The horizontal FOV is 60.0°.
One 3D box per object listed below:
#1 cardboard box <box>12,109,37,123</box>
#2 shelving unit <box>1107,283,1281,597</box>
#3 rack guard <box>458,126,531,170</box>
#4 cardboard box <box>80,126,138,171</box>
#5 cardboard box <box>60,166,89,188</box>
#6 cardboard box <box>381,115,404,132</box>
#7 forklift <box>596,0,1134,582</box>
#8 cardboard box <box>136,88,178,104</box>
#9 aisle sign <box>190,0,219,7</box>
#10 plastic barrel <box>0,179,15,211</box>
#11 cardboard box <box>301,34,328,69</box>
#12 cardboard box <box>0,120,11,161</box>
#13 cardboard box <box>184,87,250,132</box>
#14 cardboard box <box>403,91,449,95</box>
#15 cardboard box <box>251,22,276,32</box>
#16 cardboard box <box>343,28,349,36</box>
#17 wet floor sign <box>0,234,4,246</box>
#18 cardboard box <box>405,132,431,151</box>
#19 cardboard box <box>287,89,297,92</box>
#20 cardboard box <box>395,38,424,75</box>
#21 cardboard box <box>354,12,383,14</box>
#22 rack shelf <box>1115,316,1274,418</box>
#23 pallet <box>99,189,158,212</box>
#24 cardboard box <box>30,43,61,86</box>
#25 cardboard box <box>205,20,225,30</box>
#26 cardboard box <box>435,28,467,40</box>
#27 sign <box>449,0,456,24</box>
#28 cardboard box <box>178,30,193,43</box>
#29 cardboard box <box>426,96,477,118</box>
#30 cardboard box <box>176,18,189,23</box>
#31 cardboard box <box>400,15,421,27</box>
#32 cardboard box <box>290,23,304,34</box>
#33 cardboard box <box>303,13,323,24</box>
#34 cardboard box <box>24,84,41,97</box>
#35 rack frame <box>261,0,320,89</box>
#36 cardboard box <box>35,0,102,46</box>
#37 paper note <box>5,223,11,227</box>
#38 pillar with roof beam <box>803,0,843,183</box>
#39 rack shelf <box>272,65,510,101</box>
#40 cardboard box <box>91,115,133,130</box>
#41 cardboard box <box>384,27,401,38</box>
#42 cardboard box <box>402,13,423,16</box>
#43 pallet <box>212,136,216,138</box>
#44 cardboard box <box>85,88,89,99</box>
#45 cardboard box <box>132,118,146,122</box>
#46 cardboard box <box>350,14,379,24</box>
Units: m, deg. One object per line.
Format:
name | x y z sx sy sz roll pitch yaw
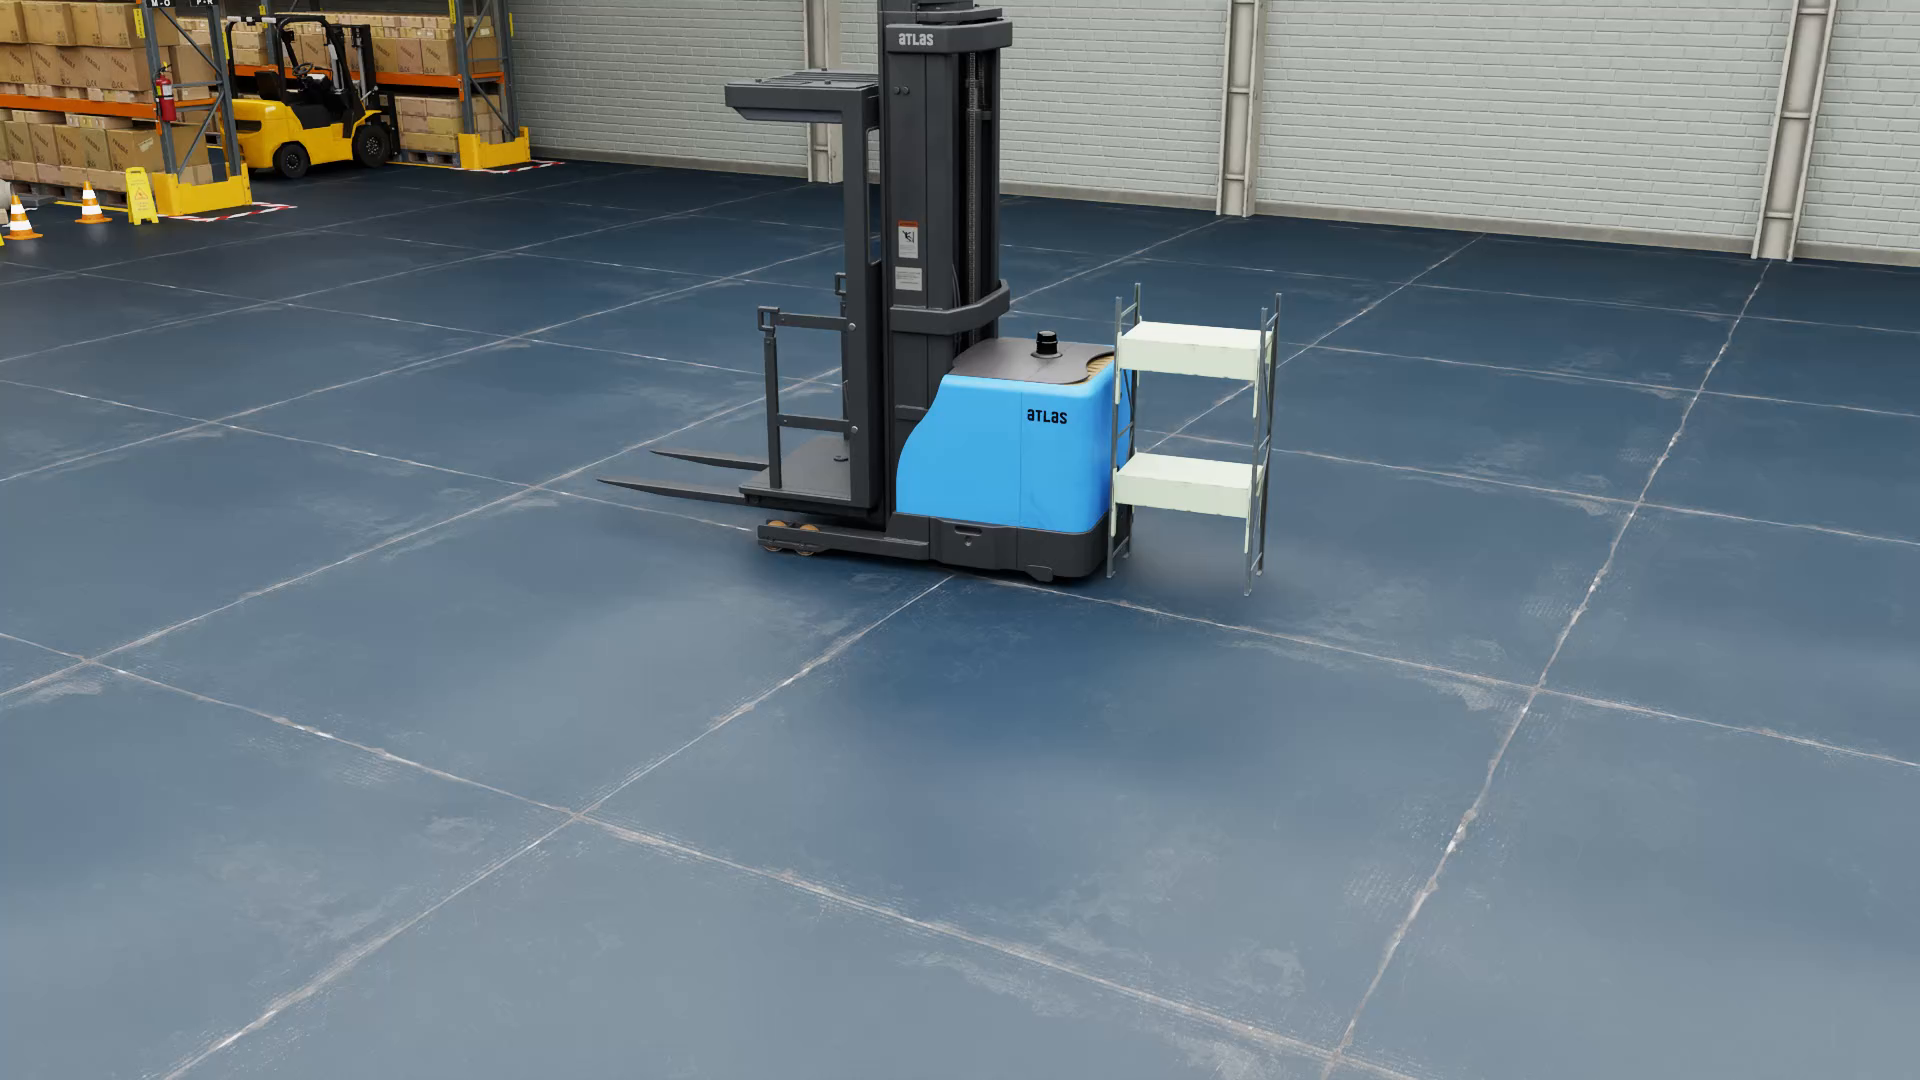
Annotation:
cardboard box | -11.930 -5.462 21.388 0.250 0.149 0.380 12 23 29
shelving unit | 1.201 -0.522 8.604 0.755 1.500 0.431 7 21 19
rack guard | -6.912 -5.835 24.719 0.348 0.500 1.175 11 23 27
cardboard box | -10.635 -4.935 20.888 0.500 0.500 0.500 12 23 29
cardboard box | -11.096 -4.669 21.255 0.500 0.250 0.500 10 22 25
cardboard box | -8.404 -6.308 25.041 0.500 0.250 0.500 10 22 26
forklift | -0.587 -1.452 9.069 3.031 2.935 1.130 7 21 19
cardboard box | -9.782 -5.417 20.267 0.250 0.149 0.380 12 23 29
aisle sign | -9.146 -6.840 20.011 0.004 0.787 0.394 11 23 27
plastic barrel | -11.892 -4.218 20.372 0.512 0.421 0.421 -7 21 -20
cardboard box | -9.703 -7.494 25.478 0.500 0.500 0.500 11 23 28
cardboard box | -12.460 -5.280 21.840 0.500 0.500 0.500 12 23 30
cardboard box | -12.218 -7.100 27.406 0.625 0.625 0.875 10 22 25
cardboard box | -8.130 -6.694 25.370 0.500 0.250 0.500 11 22 27
cardboard box | -10.832 -8.022 25.984 0.250 0.149 0.380 12 23 29
cardboard box | -9.172 -7.679 25.037 0.250 0.149 0.380 10 22 26
wet floor sign | -10.686 -3.524 18.133 0.232 0.644 0.267 7 21 18
cardboard box | -7.927 -5.989 24.893 0.500 0.250 0.500 11 23 27
cardboard box | -10.156 -6.881 25.885 0.500 0.250 0.500 10 22 26
cardboard box | -7.940 -7.154 24.542 0.500 0.500 0.500 12 23 29
cardboard box | -9.097 -8.042 25.603 0.250 0.149 0.380 10 22 26
rack shelf | 1.201 -0.889 8.471 0.720 0.370 0.431 7 21 19
pallet | -10.109 -4.384 21.140 1.213 0.211 1.003 11 23 27
cardboard box | -11.262 -5.990 20.897 0.500 0.500 0.500 11 23 28
cardboard box | -11.746 -8.183 26.426 0.250 0.149 0.380 10 22 26
cardboard box | -7.373 -7.341 24.105 0.250 0.149 0.380 11 23 28
sign | -7.210 -7.511 23.627 0.005 0.325 0.100 11 23 27
cardboard box | -12.306 -8.109 26.809 0.500 0.250 0.500 11 23 28
cardboard box | -7.488 -6.373 24.486 0.500 0.250 0.500 12 23 29
cardboard box | -12.651 -8.345 26.873 0.250 0.149 0.380 11 23 28
cardboard box | -8.002 -7.634 24.477 0.250 0.149 0.380 11 23 28
cardboard box | -10.049 -7.858 25.530 0.250 0.149 0.380 11 23 29
cardboard box | -9.793 -7.974 25.414 0.250 0.149 0.380 10 22 26
cardboard box | -11.612 -5.720 21.103 0.250 0.149 0.380 11 23 28
rack frame | -10.425 -7.680 26.138 0.127 3.000 1.000 11 23 27
cardboard box | -10.837 -6.354 20.433 0.500 0.500 0.700 10 22 27
paper note | -11.147 -3.705 19.534 0.142 0.019 0.148 3 20 9
pillar with roof beam | -3.963 -7.939 18.056 0.400 9.000 9.100 11 23 27
rack shelf | -8.679 -7.009 25.343 4.000 0.370 1.077 11 23 27
cardboard box | -10.531 -5.195 20.654 0.250 0.149 0.380 12 23 29
cardboard box | -8.274 -7.511 24.574 0.250 0.149 0.380 10 22 26
cardboard box | -8.204 -7.874 25.139 0.250 0.149 0.380 10 22 26
pallet | -13.218 -6.886 28.037 1.213 0.211 1.003 11 23 27
cardboard box | -10.665 -5.593 20.753 0.250 0.149 0.380 11 23 28
cardboard box | -10.834 -5.185 21.578 0.500 0.500 0.500 11 23 28
cardboard box | -8.902 -7.803 24.944 0.250 0.149 0.380 11 23 28
